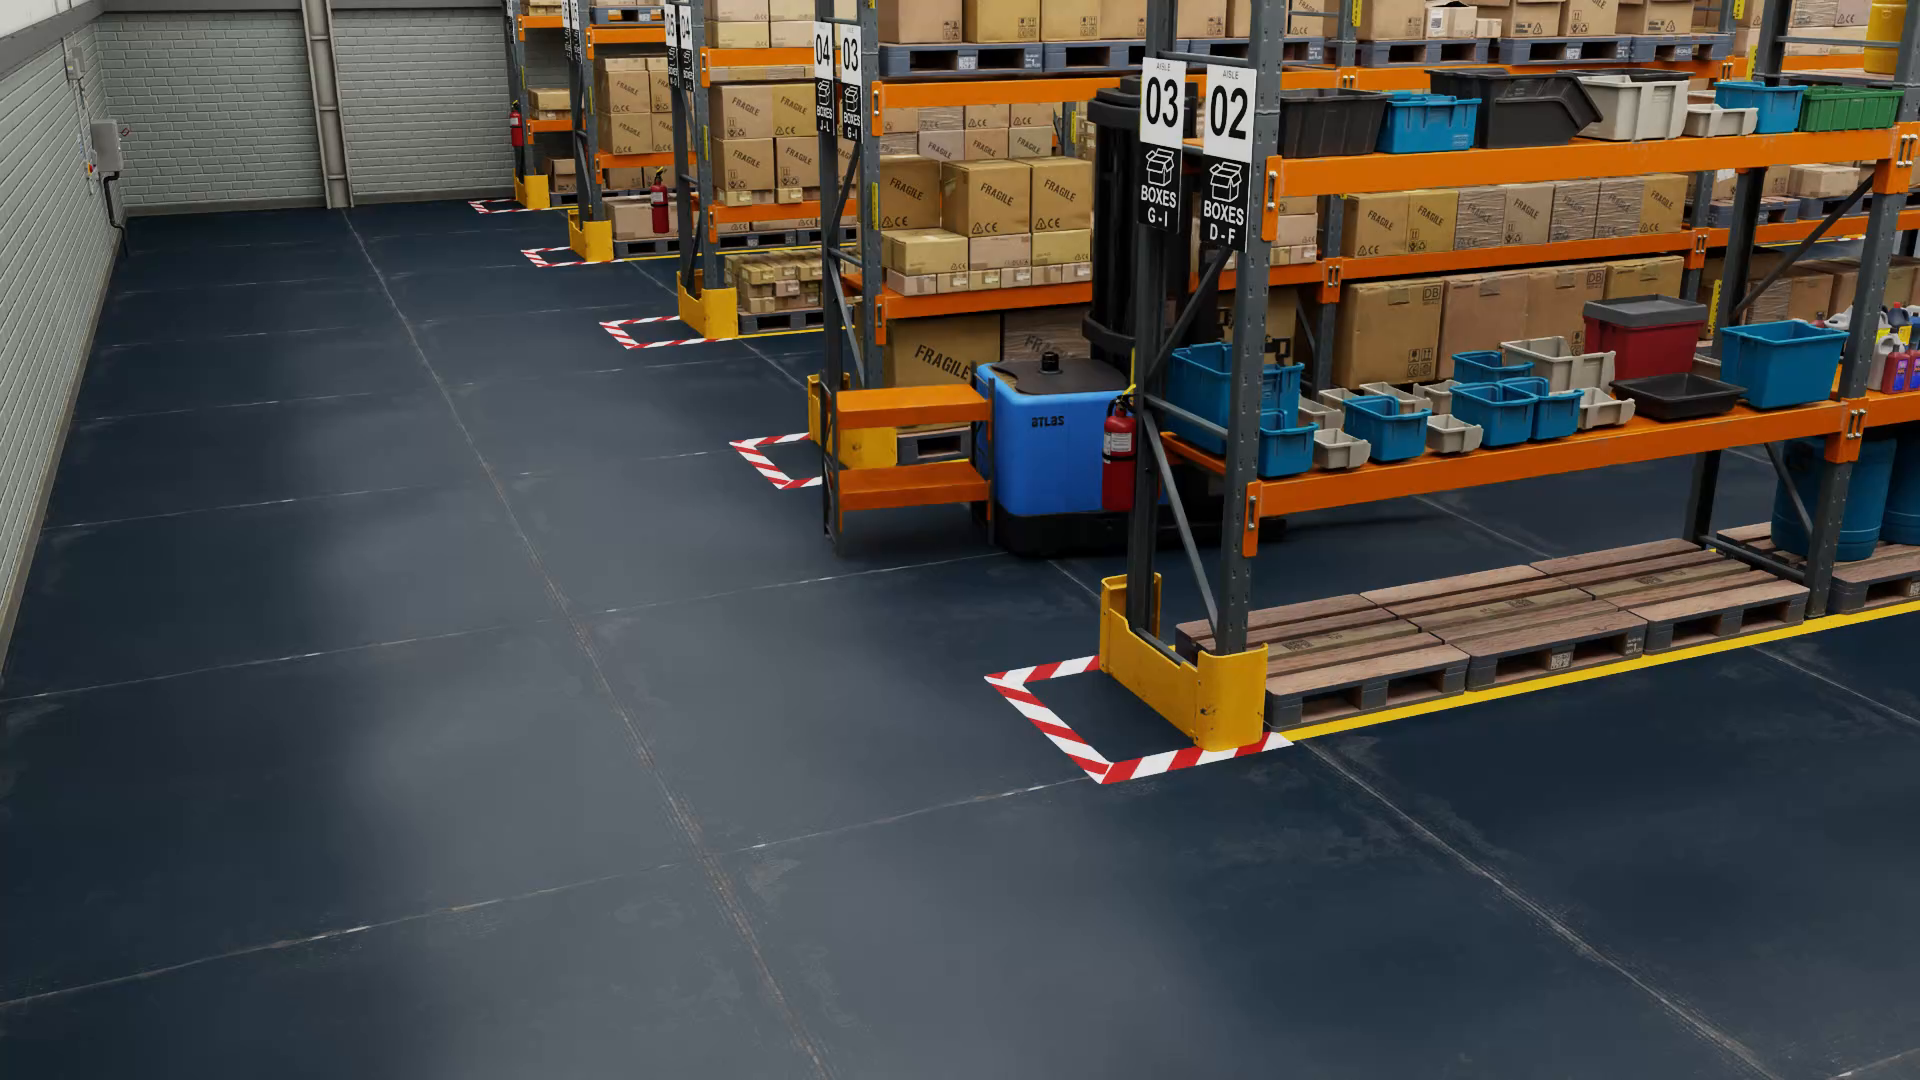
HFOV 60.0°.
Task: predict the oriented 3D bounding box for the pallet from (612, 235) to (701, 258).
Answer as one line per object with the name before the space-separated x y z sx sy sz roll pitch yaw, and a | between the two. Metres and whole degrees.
pallet | -4.041 -3.930 21.867 1.213 0.211 1.003 -8 21 -22

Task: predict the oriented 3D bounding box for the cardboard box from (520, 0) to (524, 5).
cardboard box | -6.413 -8.256 25.215 0.500 0.250 0.500 -9 21 -23

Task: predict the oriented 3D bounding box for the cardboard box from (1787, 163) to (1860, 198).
cardboard box | 8.157 -3.425 15.826 0.500 0.250 0.500 -9 21 -23

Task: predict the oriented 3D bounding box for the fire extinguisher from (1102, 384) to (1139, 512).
fire extinguisher | 0.824 -0.491 8.577 0.183 0.674 0.296 -8 21 -22

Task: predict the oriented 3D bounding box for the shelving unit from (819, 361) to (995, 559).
shelving unit | -0.346 -0.531 10.836 1.048 1.125 0.538 -5 20 -13

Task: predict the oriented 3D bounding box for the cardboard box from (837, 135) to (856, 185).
cardboard box | -1.233 -3.922 17.045 0.500 0.500 0.500 -8 21 -21

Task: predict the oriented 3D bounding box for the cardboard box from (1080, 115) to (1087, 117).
cardboard box | 1.520 -4.655 18.576 0.250 0.149 0.380 -9 21 -24

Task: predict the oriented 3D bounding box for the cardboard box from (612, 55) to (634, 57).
cardboard box | -4.271 -6.091 21.171 0.250 0.149 0.380 -8 21 -21

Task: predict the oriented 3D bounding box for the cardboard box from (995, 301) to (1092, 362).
cardboard box | 0.573 -1.519 13.386 0.875 0.875 0.875 -8 21 -22

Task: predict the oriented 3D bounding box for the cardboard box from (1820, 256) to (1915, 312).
cardboard box | 9.182 -2.571 16.908 0.500 0.500 0.700 -8 21 -22

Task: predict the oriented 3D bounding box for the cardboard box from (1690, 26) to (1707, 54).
cardboard box | 6.866 -4.629 15.361 0.500 0.250 0.500 -8 21 -22

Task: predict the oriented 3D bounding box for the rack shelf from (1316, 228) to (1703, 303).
rack shelf | 4.690 -2.545 14.816 4.000 0.370 1.077 -8 21 -22

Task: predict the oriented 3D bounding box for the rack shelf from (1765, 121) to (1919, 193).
rack shelf | 6.652 -2.449 10.028 4.000 0.370 1.077 -8 21 -22

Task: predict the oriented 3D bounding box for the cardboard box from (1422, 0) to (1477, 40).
cardboard box | 3.897 -4.309 13.728 0.500 0.311 0.500 -9 21 -24

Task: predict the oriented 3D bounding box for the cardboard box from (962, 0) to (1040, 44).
cardboard box | 0.202 -3.924 12.200 0.500 0.500 0.700 -9 21 -24

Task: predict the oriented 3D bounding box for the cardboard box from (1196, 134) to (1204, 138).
cardboard box | 2.485 -4.418 18.350 0.250 0.149 0.380 -7 21 -20

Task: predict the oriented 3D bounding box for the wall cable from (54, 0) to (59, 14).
wall cable | -9.856 -7.112 17.672 0.029 3.000 0.463 -8 21 -22

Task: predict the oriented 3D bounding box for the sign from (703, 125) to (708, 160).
sign | -2.476 -3.863 16.175 0.005 0.325 0.100 -8 21 -22

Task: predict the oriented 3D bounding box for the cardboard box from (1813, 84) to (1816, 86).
cardboard box | 11.176 -6.168 22.171 0.550 0.550 0.875 -8 21 -22

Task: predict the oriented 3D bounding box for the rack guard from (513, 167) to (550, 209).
rack guard | -6.644 -5.461 25.779 0.348 0.500 1.175 -8 21 -22

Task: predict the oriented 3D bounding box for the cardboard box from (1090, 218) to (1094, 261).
cardboard box | 1.143 -2.351 12.960 0.500 0.250 0.500 -9 21 -23

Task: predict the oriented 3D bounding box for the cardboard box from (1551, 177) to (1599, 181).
cardboard box | 5.249 -3.491 14.760 0.637 0.503 0.797 -8 21 -21

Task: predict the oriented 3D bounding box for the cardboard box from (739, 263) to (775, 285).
cardboard box | -2.075 -2.720 16.995 0.250 0.149 0.380 -9 21 -24

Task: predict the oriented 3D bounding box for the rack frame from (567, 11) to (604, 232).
rack frame | -4.744 -5.117 21.038 0.127 3.000 1.000 -8 21 -22

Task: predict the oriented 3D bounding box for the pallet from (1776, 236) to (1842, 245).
pallet | 11.297 -4.281 22.863 1.213 0.211 1.003 -8 21 -22

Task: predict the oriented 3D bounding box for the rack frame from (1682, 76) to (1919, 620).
rack frame | 4.816 -1.111 9.660 0.127 3.000 1.000 -8 21 -22

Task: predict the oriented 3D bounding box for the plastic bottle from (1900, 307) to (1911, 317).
plastic bottle | 5.848 -1.317 10.432 0.135 0.276 0.152 -8 21 -22

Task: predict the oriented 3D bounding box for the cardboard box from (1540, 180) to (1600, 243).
cardboard box | 5.236 -2.921 14.650 0.500 0.500 0.500 -9 21 -24

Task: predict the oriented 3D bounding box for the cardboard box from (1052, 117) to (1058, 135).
cardboard box | 1.308 -5.819 23.259 0.500 0.250 0.500 -8 21 -22

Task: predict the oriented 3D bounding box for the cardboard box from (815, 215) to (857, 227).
cardboard box | -1.691 -4.583 22.746 0.875 0.438 0.875 -8 21 -23

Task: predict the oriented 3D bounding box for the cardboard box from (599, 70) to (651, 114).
cardboard box | -4.191 -5.612 20.788 0.500 0.500 0.500 -9 21 -23

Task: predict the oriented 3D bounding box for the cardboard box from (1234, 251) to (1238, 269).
cardboard box | 2.232 -2.295 13.401 0.250 0.149 0.380 -9 21 -23

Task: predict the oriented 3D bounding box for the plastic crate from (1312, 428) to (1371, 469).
plastic crate | 1.827 -0.437 8.054 0.298 0.136 0.250 -8 21 -22

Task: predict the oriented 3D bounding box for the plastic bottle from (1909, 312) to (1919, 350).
plastic bottle | 5.915 -1.279 10.332 0.097 0.271 0.097 0 19 0

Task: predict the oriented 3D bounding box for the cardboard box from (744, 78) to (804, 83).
cardboard box | -1.904 -4.482 17.132 0.500 0.500 0.500 -9 21 -24

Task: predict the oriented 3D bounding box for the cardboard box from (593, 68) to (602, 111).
cardboard box | -4.396 -5.772 21.241 0.500 0.500 0.500 -7 21 -20

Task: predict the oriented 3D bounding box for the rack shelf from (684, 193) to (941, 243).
rack shelf | -0.854 -3.544 17.655 4.000 0.370 1.077 -8 21 -22

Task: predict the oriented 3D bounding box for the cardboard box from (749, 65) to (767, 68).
cardboard box | -2.647 -6.144 21.323 0.250 0.149 0.380 -8 21 -22

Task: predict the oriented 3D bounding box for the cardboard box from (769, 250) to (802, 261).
cardboard box | -1.864 -2.990 17.761 0.250 0.149 0.380 -9 21 -23

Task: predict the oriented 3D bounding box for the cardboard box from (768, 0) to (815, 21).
cardboard box | -1.706 -5.248 16.367 0.500 0.250 0.500 -8 21 -23

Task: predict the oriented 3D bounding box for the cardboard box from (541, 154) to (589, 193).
cardboard box | -6.115 -5.702 25.827 0.637 0.503 0.797 -9 21 -24

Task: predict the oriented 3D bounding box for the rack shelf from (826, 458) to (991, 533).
rack shelf | -0.346 -0.300 10.917 1.000 0.278 0.538 -5 20 -13

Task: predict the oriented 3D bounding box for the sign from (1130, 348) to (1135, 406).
sign | 0.910 -0.827 8.608 0.005 0.325 0.100 -8 21 -22

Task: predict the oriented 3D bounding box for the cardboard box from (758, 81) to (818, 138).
cardboard box | -1.713 -4.326 16.688 0.500 0.500 0.500 -8 21 -20

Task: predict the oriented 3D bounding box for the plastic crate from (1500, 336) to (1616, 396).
plastic crate | 3.341 -0.938 9.258 0.530 0.282 0.437 -8 21 -22

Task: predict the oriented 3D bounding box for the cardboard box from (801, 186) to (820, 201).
cardboard box | -1.594 -3.586 17.068 0.250 0.149 0.380 -7 21 -19

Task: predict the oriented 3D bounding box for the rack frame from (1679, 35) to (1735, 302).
rack frame | 6.527 -3.147 15.444 0.127 3.000 1.000 -8 21 -22

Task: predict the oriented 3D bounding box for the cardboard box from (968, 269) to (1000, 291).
cardboard box | 0.108 -1.990 12.536 0.250 0.149 0.380 -9 21 -23

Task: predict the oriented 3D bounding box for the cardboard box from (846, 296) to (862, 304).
cardboard box | -1.175 -2.602 17.556 0.250 0.149 0.380 -8 21 -22

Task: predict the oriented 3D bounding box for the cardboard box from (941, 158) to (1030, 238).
cardboard box | 0.188 -2.565 12.438 0.500 0.500 0.500 -9 21 -23

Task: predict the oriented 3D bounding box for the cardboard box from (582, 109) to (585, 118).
cardboard box | -5.861 -6.564 25.526 0.250 0.149 0.380 -8 21 -23

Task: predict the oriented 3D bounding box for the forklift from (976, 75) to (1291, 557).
forklift | 1.666 -1.523 10.933 3.031 2.935 1.130 -5 20 -13

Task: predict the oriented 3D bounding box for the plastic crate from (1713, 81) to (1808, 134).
plastic crate | 4.106 -2.229 8.573 0.300 0.233 0.416 -8 21 -22

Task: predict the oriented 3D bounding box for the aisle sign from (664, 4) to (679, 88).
aisle sign | -2.877 -4.929 16.589 0.004 0.787 0.394 -8 21 -22

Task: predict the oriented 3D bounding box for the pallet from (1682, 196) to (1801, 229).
pallet | 7.139 -3.183 15.834 1.003 0.211 1.213 -8 21 -22

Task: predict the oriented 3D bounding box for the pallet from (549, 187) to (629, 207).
pallet | -5.912 -5.430 26.126 1.213 0.211 1.003 -8 21 -22

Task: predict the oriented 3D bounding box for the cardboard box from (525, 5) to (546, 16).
cardboard box | -6.329 -7.897 24.797 0.250 0.149 0.380 -8 21 -21
